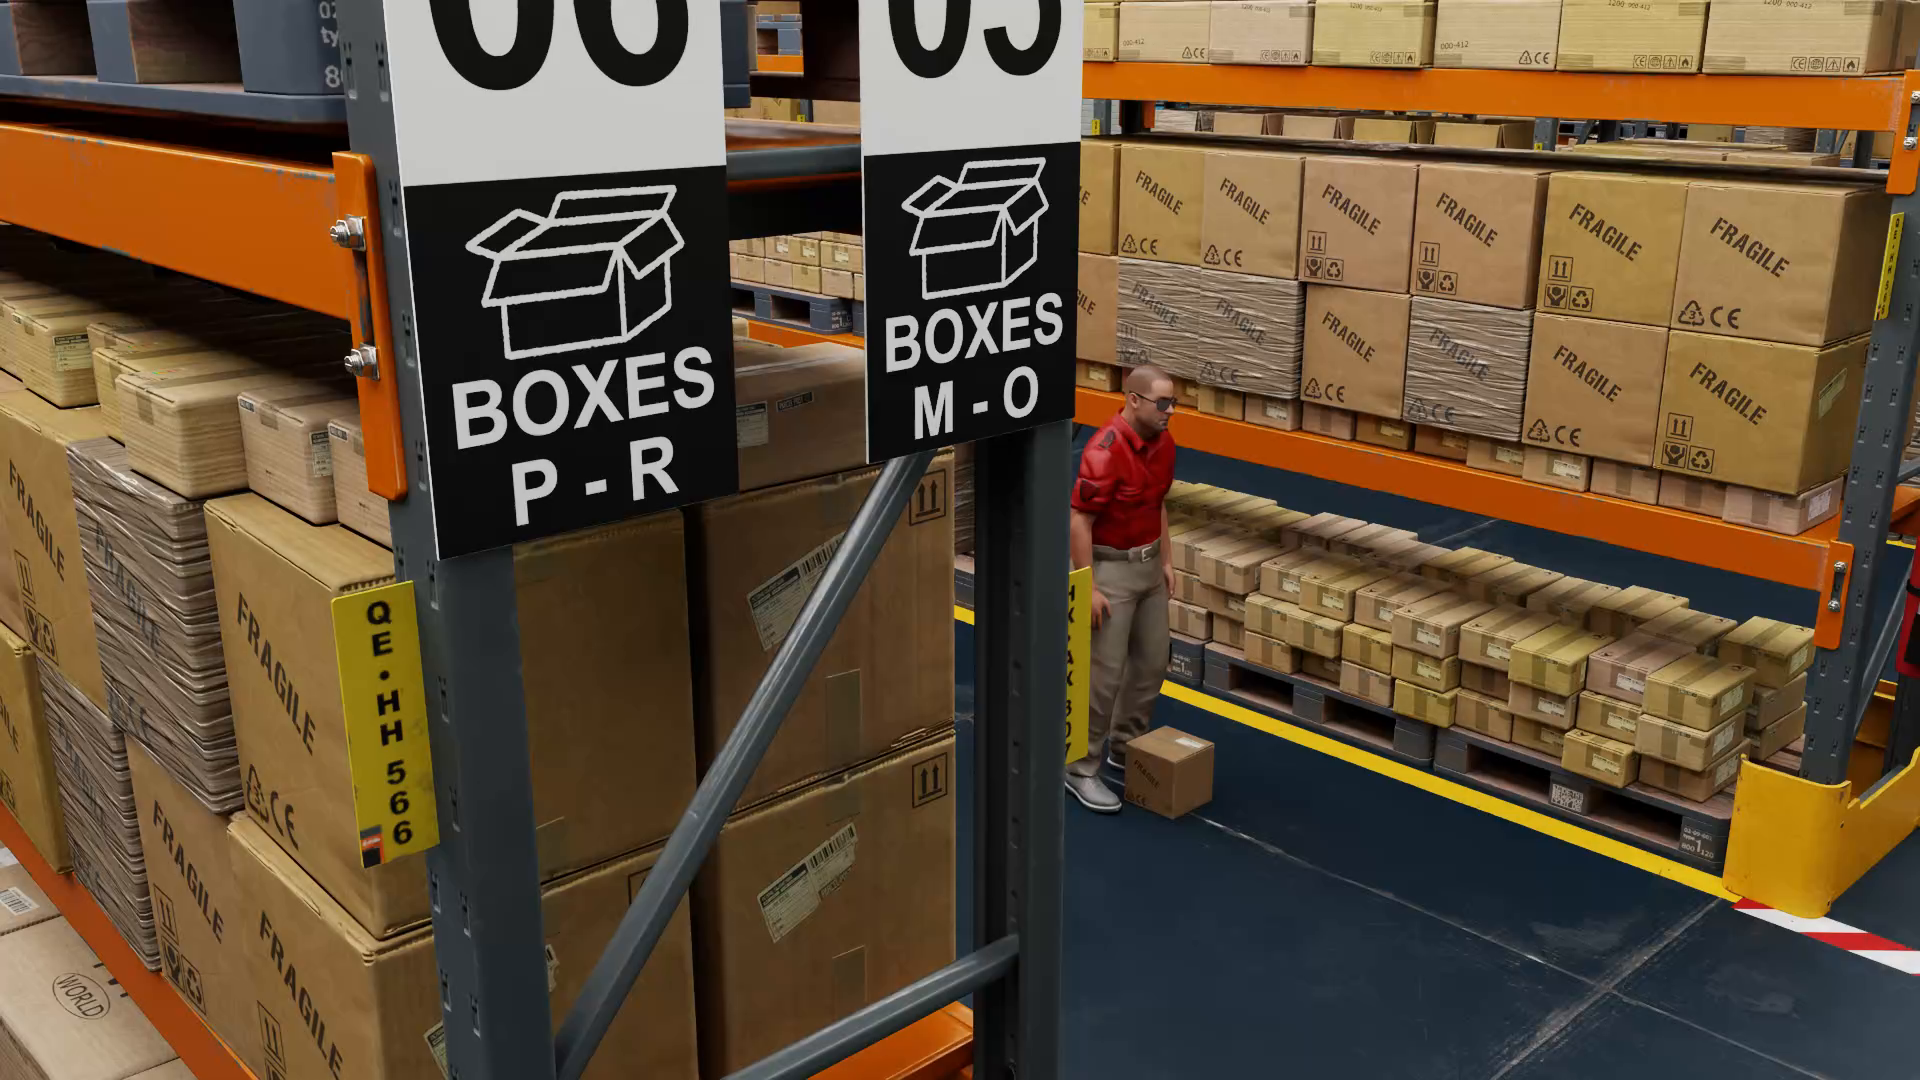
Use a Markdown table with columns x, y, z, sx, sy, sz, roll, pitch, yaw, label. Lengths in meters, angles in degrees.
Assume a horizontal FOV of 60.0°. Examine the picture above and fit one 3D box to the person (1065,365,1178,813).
| x | y | z | sx | sy | sz | roll | pitch | yaw | label |
| --- | --- | --- | --- | --- | --- | --- | --- | --- | --- |
| 0.651 | 0.159 | 6.555 | 0.394 | 1.726 | 0.604 | 15 | 23 | 40 | person |
